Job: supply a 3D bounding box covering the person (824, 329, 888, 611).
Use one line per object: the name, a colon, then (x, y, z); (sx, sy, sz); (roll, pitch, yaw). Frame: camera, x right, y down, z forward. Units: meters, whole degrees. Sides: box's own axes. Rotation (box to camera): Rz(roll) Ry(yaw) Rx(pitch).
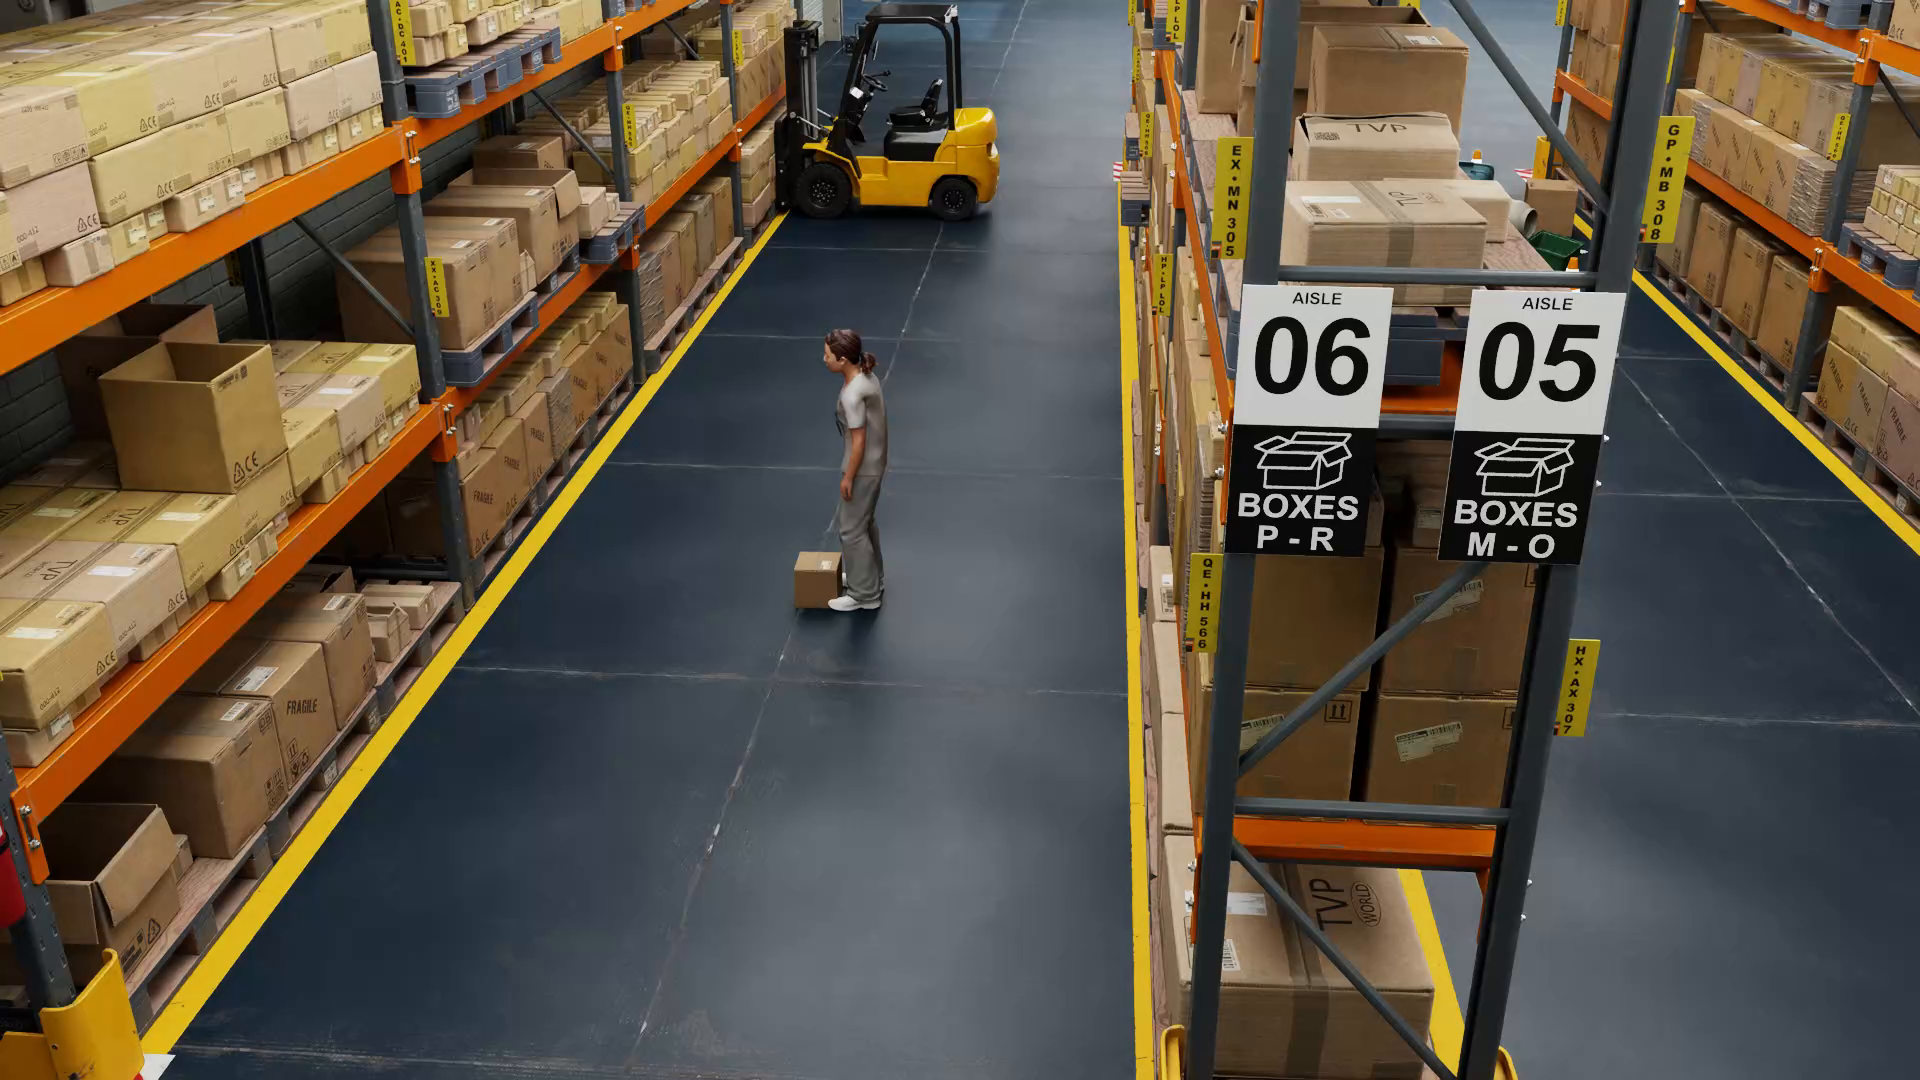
person: (-0.587, -0.404, 9.495); (0.355, 1.667, 0.491); (2, 25, 4)
